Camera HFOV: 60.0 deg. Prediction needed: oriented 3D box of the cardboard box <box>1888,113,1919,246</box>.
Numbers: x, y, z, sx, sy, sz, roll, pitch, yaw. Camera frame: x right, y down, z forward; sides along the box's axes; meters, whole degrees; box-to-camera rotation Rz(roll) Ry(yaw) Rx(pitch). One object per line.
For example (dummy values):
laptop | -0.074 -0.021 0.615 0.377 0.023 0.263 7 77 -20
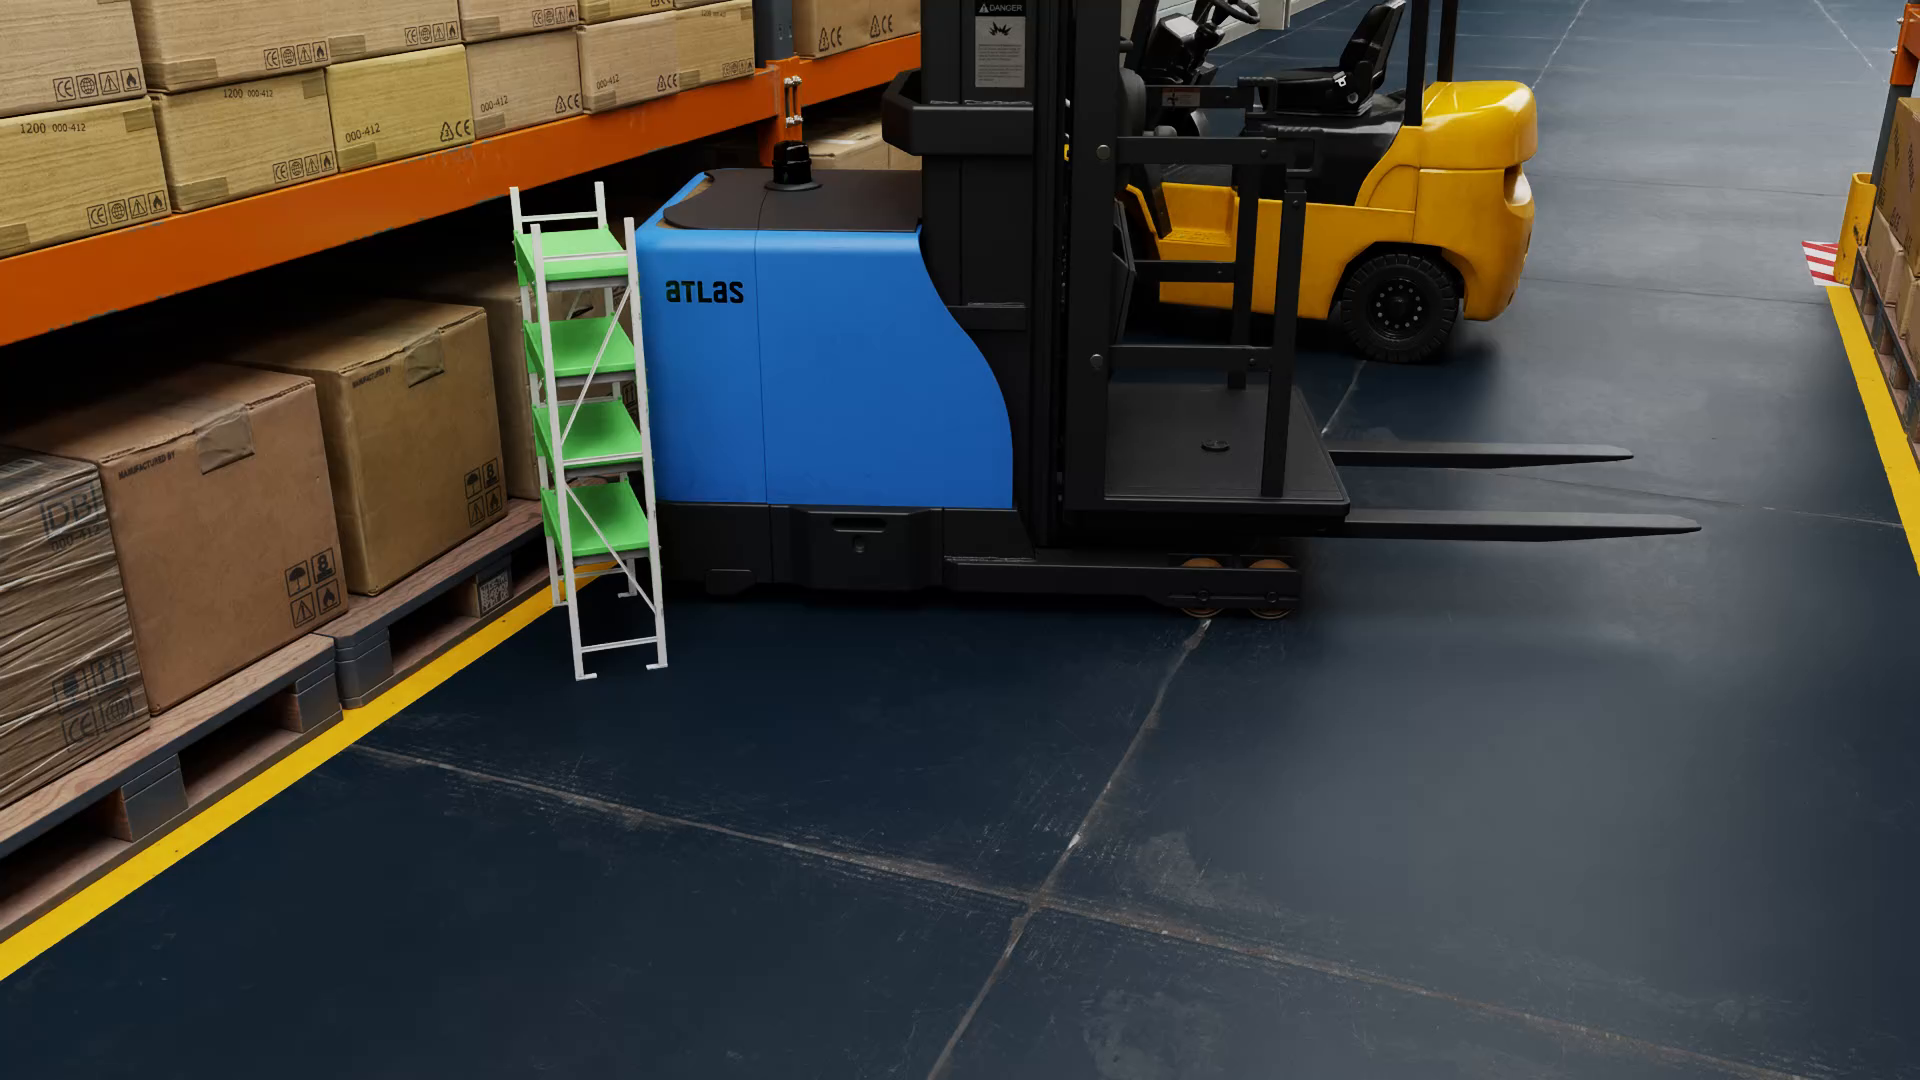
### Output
cardboard box | 4.261 -1.490 6.974 0.500 0.500 0.500 8 24 18

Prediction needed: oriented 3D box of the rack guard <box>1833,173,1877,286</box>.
rack guard | 4.987 -1.483 8.152 1.175 0.500 0.348 9 24 20

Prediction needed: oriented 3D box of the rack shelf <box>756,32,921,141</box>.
rack shelf | -0.337 -2.326 7.859 1.077 0.370 4.000 9 24 20

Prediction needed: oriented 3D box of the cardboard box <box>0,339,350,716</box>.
cardboard box | -2.086 -0.065 4.049 0.875 0.625 0.625 10 25 22

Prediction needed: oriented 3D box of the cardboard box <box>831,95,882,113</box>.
cardboard box | -0.236 -1.818 7.435 0.500 0.250 0.500 10 25 22

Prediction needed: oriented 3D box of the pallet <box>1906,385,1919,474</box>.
pallet | 3.746 -0.191 5.434 1.003 0.211 1.213 9 24 20

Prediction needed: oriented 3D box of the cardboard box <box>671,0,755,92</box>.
cardboard box | -1.025 -1.655 5.514 0.500 0.250 0.500 9 24 21

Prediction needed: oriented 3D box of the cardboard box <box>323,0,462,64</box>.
cardboard box | -1.610 -1.346 4.126 0.500 0.250 0.500 9 24 21

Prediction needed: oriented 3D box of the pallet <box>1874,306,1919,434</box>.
pallet | 4.198 -0.629 6.483 1.003 0.211 1.213 9 24 20

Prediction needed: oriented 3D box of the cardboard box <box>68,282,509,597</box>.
cardboard box | -1.836 -0.306 4.626 0.875 0.625 0.625 8 24 18

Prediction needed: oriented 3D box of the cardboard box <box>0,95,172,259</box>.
cardboard box | -1.983 -0.744 3.334 0.500 0.250 0.500 8 24 19

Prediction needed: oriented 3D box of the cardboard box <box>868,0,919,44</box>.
cardboard box | -0.495 -2.298 6.730 0.500 0.500 0.500 9 24 21

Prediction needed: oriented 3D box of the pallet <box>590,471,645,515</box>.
pallet | -1.318 -0.386 5.900 1.003 0.211 1.213 9 24 20

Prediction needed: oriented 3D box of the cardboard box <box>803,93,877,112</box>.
cardboard box | -0.702 -1.895 7.619 0.500 0.250 0.500 9 24 20

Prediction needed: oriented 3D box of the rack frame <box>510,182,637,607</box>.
rack frame | -1.060 -0.379 4.601 0.240 1.200 0.015 -8 24 -18

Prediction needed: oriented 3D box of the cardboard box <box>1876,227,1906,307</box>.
cardboard box | 4.262 -1.158 7.154 0.500 0.250 0.500 10 25 22

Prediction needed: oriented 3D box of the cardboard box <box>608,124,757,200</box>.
cardboard box | -1.077 -1.532 6.751 0.500 0.250 0.500 9 24 21

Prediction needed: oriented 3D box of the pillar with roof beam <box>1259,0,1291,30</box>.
pillar with roof beam | 7.764 -9.699 16.795 9.100 9.000 0.400 9 24 20

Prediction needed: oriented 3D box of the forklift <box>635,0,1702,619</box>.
forklift | 0.627 -1.339 4.653 3.031 2.935 1.130 1 23 3

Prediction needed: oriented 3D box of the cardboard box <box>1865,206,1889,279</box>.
cardboard box | 4.459 -1.340 7.588 0.500 0.250 0.500 9 24 20

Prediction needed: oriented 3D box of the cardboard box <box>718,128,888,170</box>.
cardboard box | -0.609 -1.456 6.570 0.500 0.250 0.500 8 24 19

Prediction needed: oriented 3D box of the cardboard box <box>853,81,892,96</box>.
cardboard box | -0.523 -2.076 8.053 0.500 0.250 0.500 8 24 19

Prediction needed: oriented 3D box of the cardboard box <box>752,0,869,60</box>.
cardboard box | -0.673 -2.109 6.278 0.500 0.500 0.500 8 24 19

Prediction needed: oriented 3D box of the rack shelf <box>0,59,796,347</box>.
rack shelf | -1.823 -0.894 4.432 1.077 0.370 4.000 9 24 20

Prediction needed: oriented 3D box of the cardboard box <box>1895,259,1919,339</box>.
cardboard box | 4.071 -0.961 6.682 0.500 0.250 0.500 11 25 24

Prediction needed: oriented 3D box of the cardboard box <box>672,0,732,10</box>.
cardboard box | -1.025 -1.891 5.431 0.500 0.250 0.500 8 24 19

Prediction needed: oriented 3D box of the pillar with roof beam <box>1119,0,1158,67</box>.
pillar with roof beam | 5.536 -7.552 11.655 9.100 9.000 0.400 9 24 20

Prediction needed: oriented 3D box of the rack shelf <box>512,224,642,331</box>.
rack shelf | -0.978 -0.674 4.228 0.258 0.148 0.480 -8 24 -18

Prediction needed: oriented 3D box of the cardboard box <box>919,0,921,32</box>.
cardboard box | -0.308 -2.479 7.164 0.500 0.500 0.500 9 24 20

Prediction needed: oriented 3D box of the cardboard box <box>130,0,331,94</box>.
cardboard box | -1.776 -1.159 3.680 0.500 0.250 0.500 8 24 19

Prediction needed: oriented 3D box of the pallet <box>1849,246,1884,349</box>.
pallet | 4.653 -1.064 7.524 1.003 0.211 1.213 9 24 20

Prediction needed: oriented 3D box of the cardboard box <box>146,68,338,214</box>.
cardboard box | -1.798 -0.930 3.778 0.500 0.250 0.500 8 24 18

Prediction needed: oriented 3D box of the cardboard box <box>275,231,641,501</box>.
cardboard box | -1.559 -0.575 5.271 0.875 0.625 0.625 9 24 20

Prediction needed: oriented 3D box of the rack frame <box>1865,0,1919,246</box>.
rack frame | 5.015 -2.664 7.736 1.000 3.000 0.127 9 24 20

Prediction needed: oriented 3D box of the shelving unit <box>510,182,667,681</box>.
shelving unit | -0.978 -0.291 4.389 0.258 1.200 0.503 -8 24 -18

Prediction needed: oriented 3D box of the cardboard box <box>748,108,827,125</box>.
cardboard box | -0.903 -1.715 7.190 0.500 0.250 0.500 8 24 19

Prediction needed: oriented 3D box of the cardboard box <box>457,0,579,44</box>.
cardboard box | -1.405 -1.524 4.552 0.500 0.250 0.500 9 24 21

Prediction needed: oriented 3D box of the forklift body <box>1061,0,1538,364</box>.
forklift body | 1.395 -2.042 7.348 2.313 2.155 1.214 9 24 20

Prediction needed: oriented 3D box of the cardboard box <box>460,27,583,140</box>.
cardboard box | -1.419 -1.301 4.667 0.500 0.250 0.500 9 24 20

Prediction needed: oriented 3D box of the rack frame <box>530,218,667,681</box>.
rack frame | -0.896 -0.202 4.177 0.240 1.200 0.015 -8 24 -18

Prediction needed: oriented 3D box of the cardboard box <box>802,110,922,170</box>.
cardboard box | -0.410 -1.638 7.005 0.500 0.250 0.500 9 24 20

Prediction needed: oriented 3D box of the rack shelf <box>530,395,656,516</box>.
rack shelf | -0.978 -0.232 4.413 0.258 0.148 0.480 -8 24 -18

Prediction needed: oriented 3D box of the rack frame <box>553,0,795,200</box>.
rack frame | -1.080 -1.942 6.007 1.000 3.000 0.127 9 24 20

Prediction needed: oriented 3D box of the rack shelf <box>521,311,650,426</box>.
rack shelf | -0.978 -0.453 4.321 0.258 0.148 0.480 -8 24 -18

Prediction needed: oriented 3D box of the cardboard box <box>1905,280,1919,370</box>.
cardboard box | 3.881 -0.781 6.250 0.500 0.250 0.500 9 24 21

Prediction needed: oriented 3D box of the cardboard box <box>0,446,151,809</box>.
cardboard box | -2.322 0.170 3.486 0.875 0.625 0.625 10 25 22

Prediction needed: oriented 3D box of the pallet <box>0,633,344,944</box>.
pallet | -2.224 0.487 3.809 1.003 0.211 1.213 9 24 20

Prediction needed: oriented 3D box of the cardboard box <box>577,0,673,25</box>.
cardboard box | -1.210 -1.706 4.988 0.500 0.250 0.500 8 24 19

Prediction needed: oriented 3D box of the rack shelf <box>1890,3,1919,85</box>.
rack shelf | 4.273 -1.616 6.161 1.077 0.370 4.000 9 24 20

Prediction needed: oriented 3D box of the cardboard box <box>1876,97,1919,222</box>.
cardboard box | 4.451 -1.677 7.423 0.500 0.500 0.500 8 24 18

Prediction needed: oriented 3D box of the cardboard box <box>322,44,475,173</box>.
cardboard box | -1.604 -1.115 4.222 0.500 0.250 0.500 10 25 22

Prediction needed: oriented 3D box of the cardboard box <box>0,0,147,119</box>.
cardboard box | -1.987 -0.975 3.238 0.500 0.250 0.500 10 25 22

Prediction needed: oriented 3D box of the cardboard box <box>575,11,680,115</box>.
cardboard box | -1.206 -1.474 5.082 0.500 0.250 0.500 9 24 20

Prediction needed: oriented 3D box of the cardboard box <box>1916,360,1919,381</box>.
cardboard box | 3.688 -0.600 5.816 0.500 0.250 0.500 8 24 19

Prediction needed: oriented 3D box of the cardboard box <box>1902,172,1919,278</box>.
cardboard box | 4.067 -1.311 6.547 0.500 0.500 0.500 9 24 21

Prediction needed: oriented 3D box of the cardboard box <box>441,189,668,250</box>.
cardboard box | -1.264 -0.851 5.933 0.875 0.625 0.625 10 25 22

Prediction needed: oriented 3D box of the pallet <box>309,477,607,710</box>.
pallet | -1.769 0.052 4.851 1.003 0.211 1.213 9 24 20

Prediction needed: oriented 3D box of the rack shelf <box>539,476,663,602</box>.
rack shelf | -0.978 -0.010 4.506 0.258 0.148 0.480 -8 24 -18
